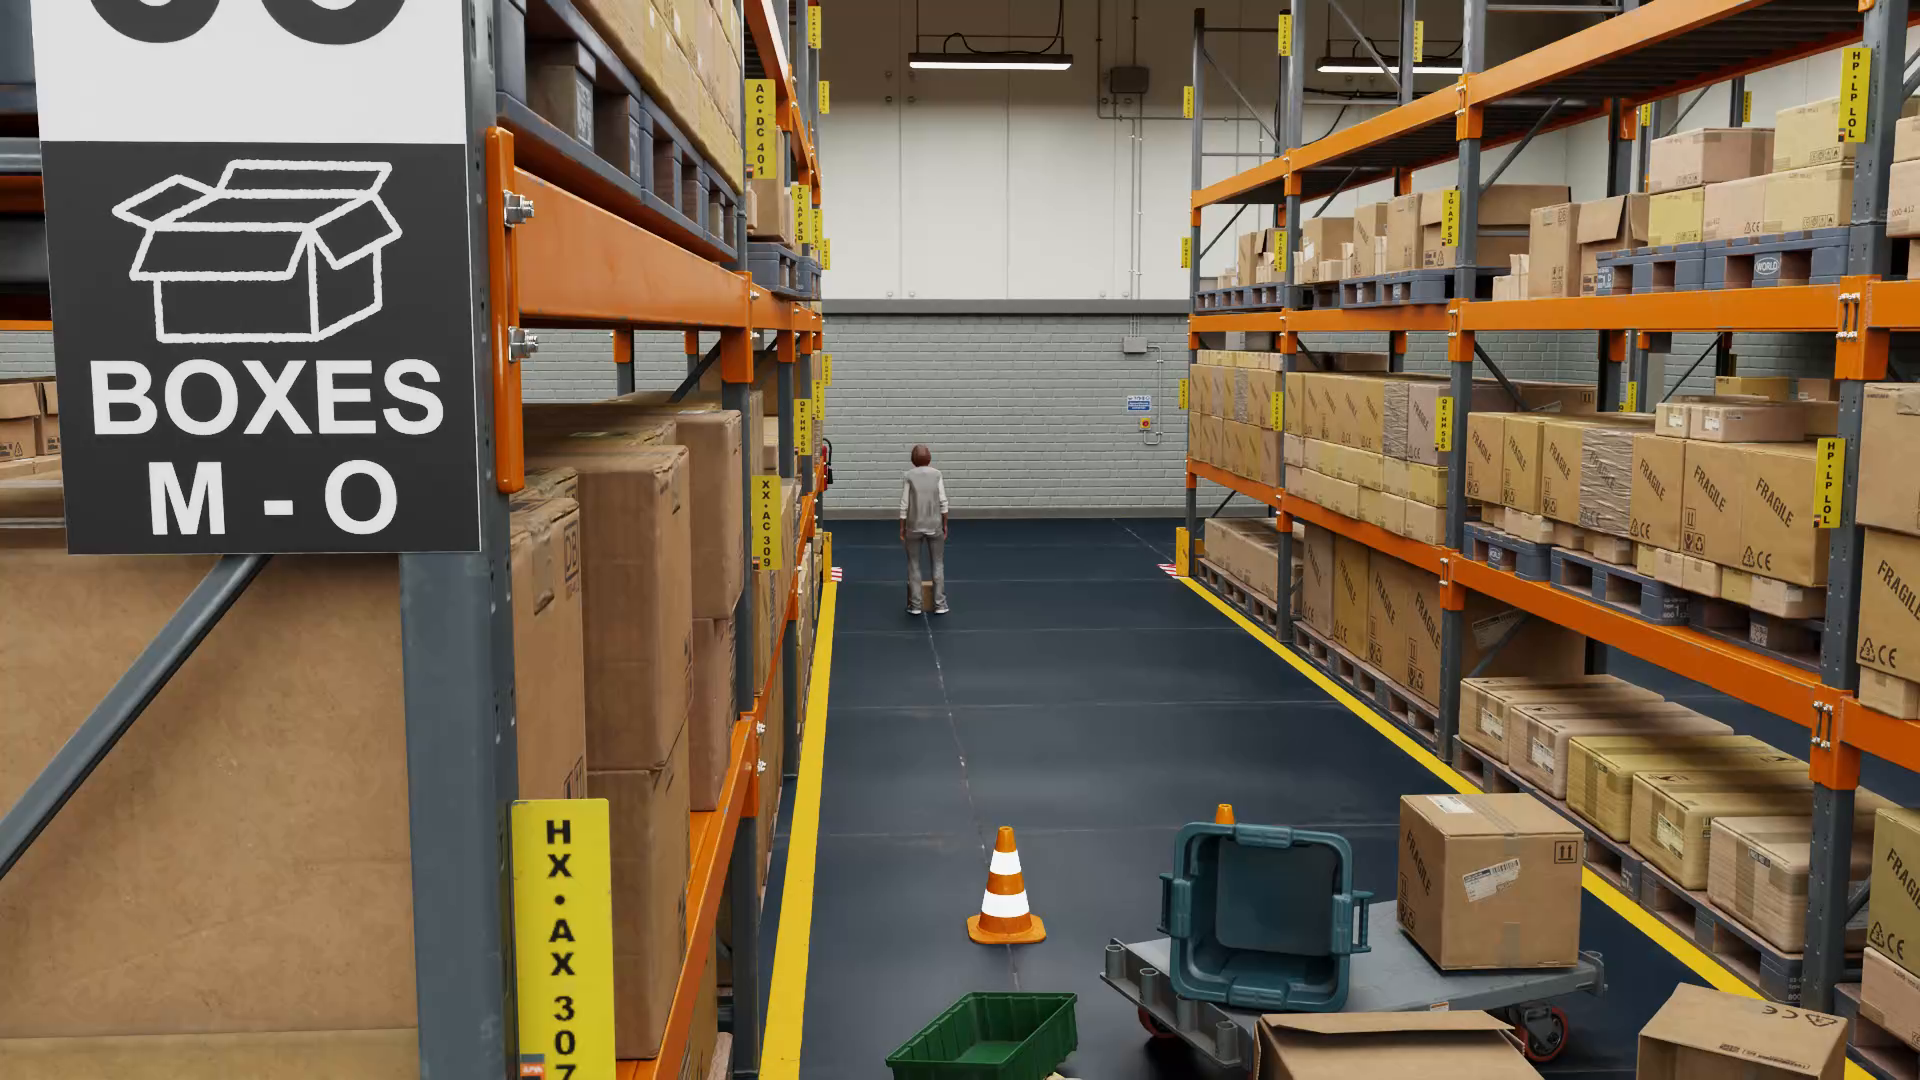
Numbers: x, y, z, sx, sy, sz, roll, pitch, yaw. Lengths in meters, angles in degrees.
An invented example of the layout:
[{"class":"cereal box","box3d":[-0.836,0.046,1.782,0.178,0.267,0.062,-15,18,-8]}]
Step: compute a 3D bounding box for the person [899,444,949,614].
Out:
[{"class":"person","box3d":[-0.334,-0.097,15.595,0.481,1.591,0.346,-1,7,-8]}]
